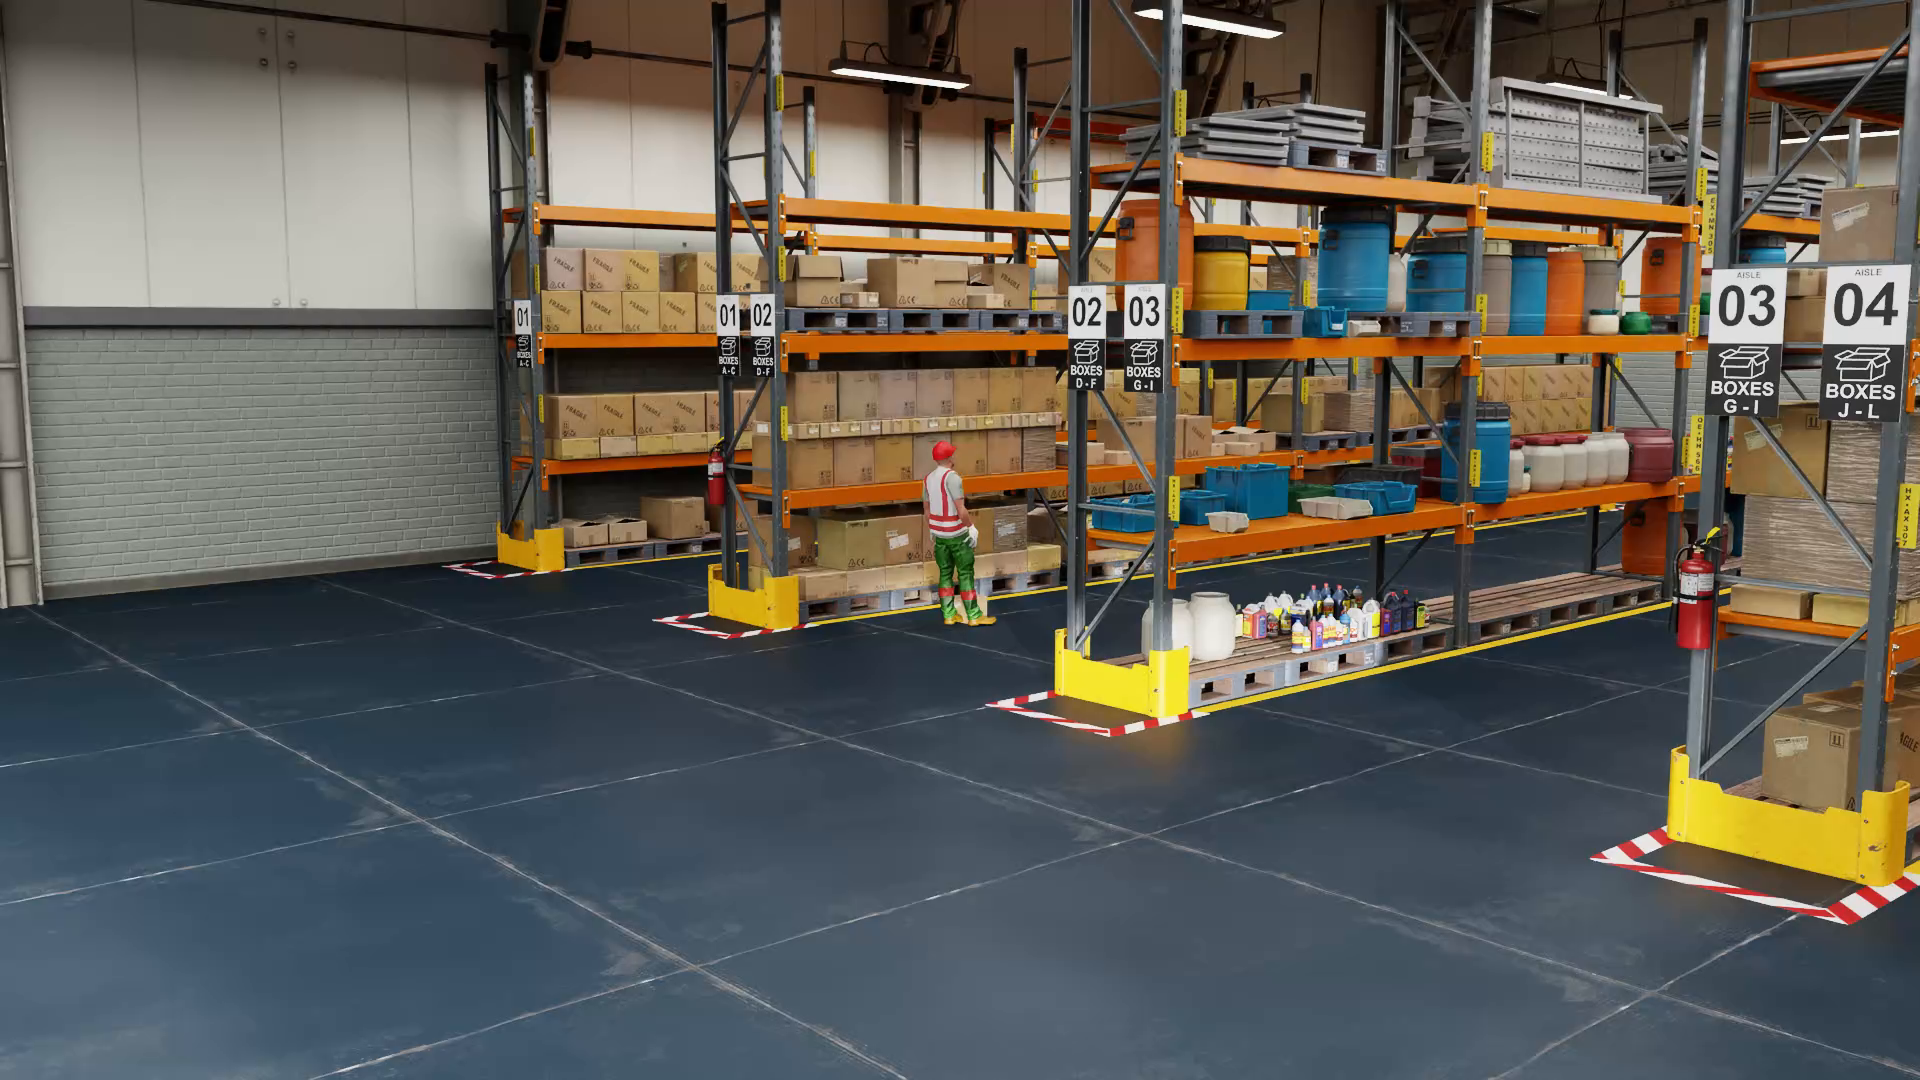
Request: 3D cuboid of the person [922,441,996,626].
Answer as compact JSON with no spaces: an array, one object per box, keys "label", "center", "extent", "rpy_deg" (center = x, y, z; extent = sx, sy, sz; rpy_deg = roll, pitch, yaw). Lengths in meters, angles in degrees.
[{"label":"person","center":[-0.030,-0.074,16.187],"extent":[0.564,1.787,0.638],"rpy_deg":[-6,10,-41]}]
